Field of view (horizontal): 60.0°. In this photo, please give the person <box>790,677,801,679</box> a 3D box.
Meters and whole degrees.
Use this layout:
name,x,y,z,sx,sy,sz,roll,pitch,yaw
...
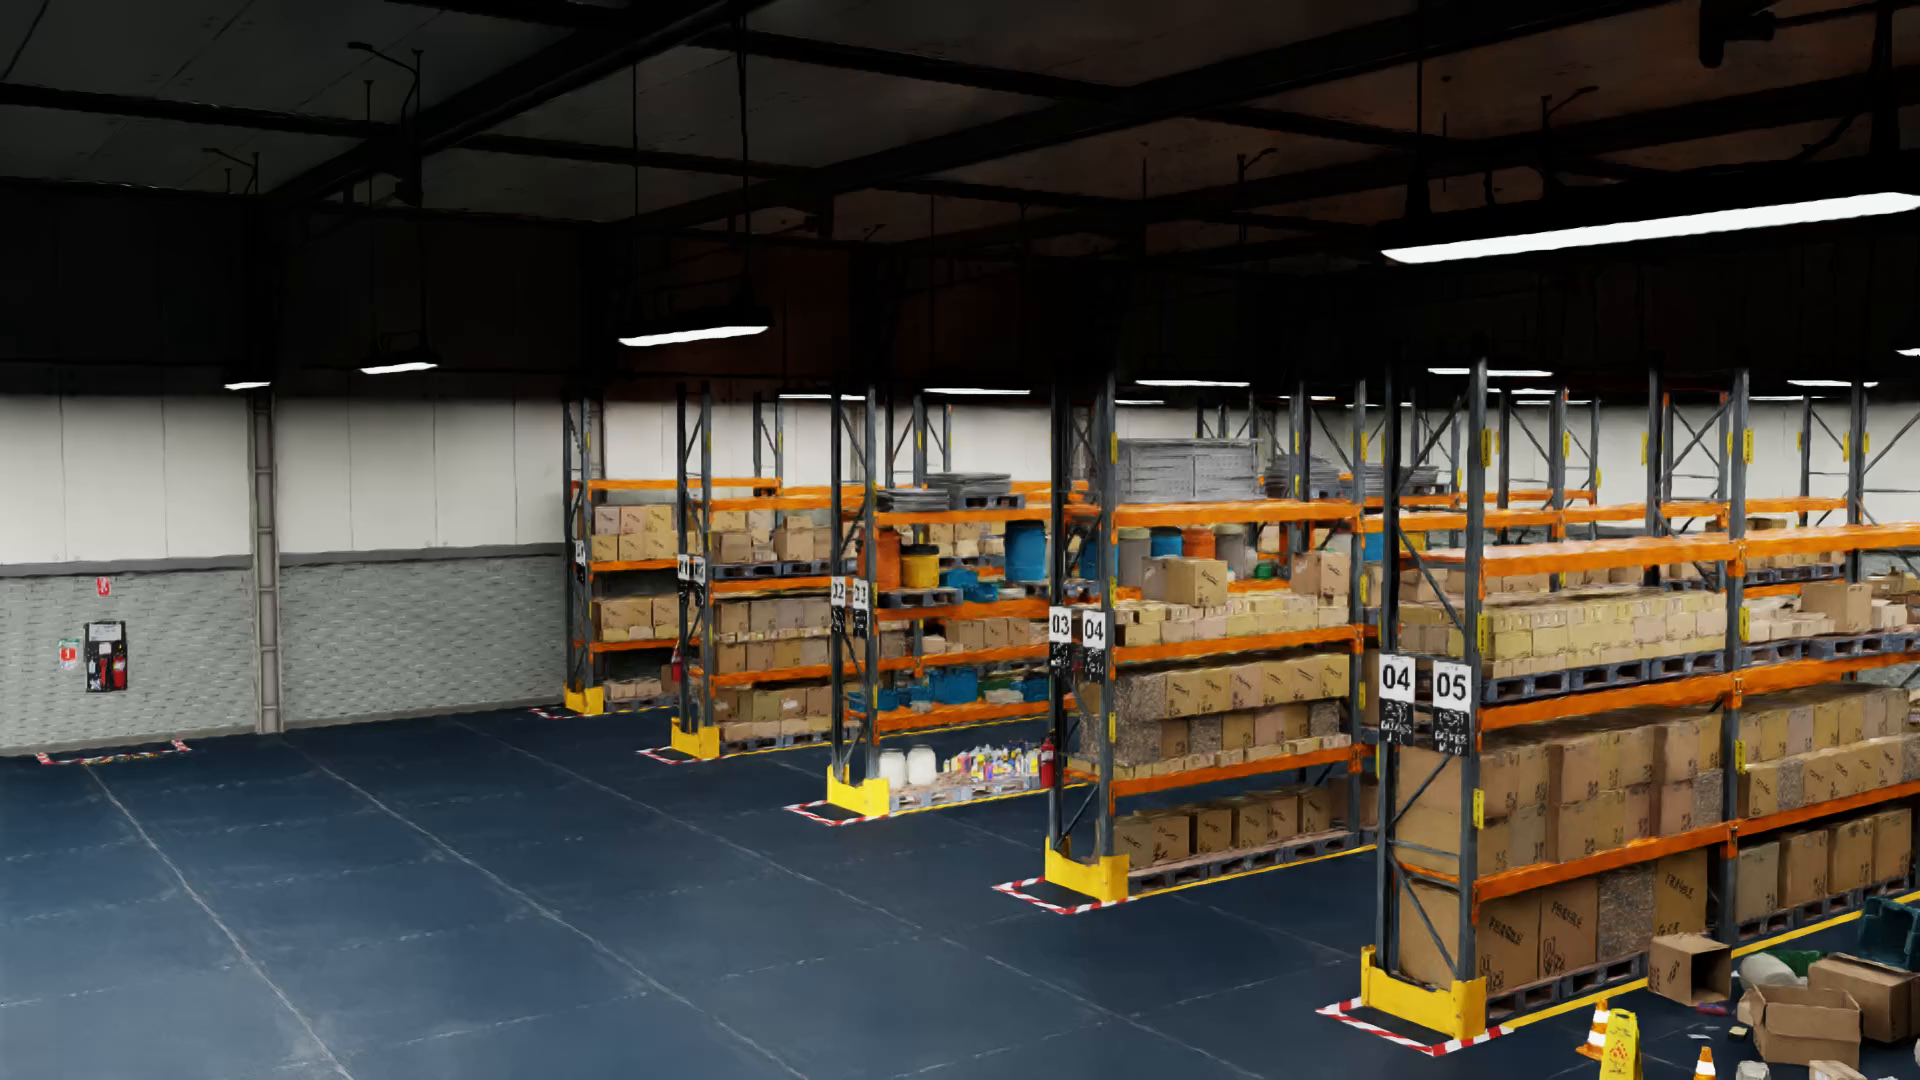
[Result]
name,x,y,z,sx,sy,sz,roll,pitch,yaw
person,-3.073,2.309,31.009,0.701,1.718,0.849,3,5,39

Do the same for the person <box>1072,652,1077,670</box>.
name,x,y,z,sx,sy,sz,roll,pitch,yaw
person,2.274,2.103,35.609,1.039,1.512,0.418,-3,5,-37
